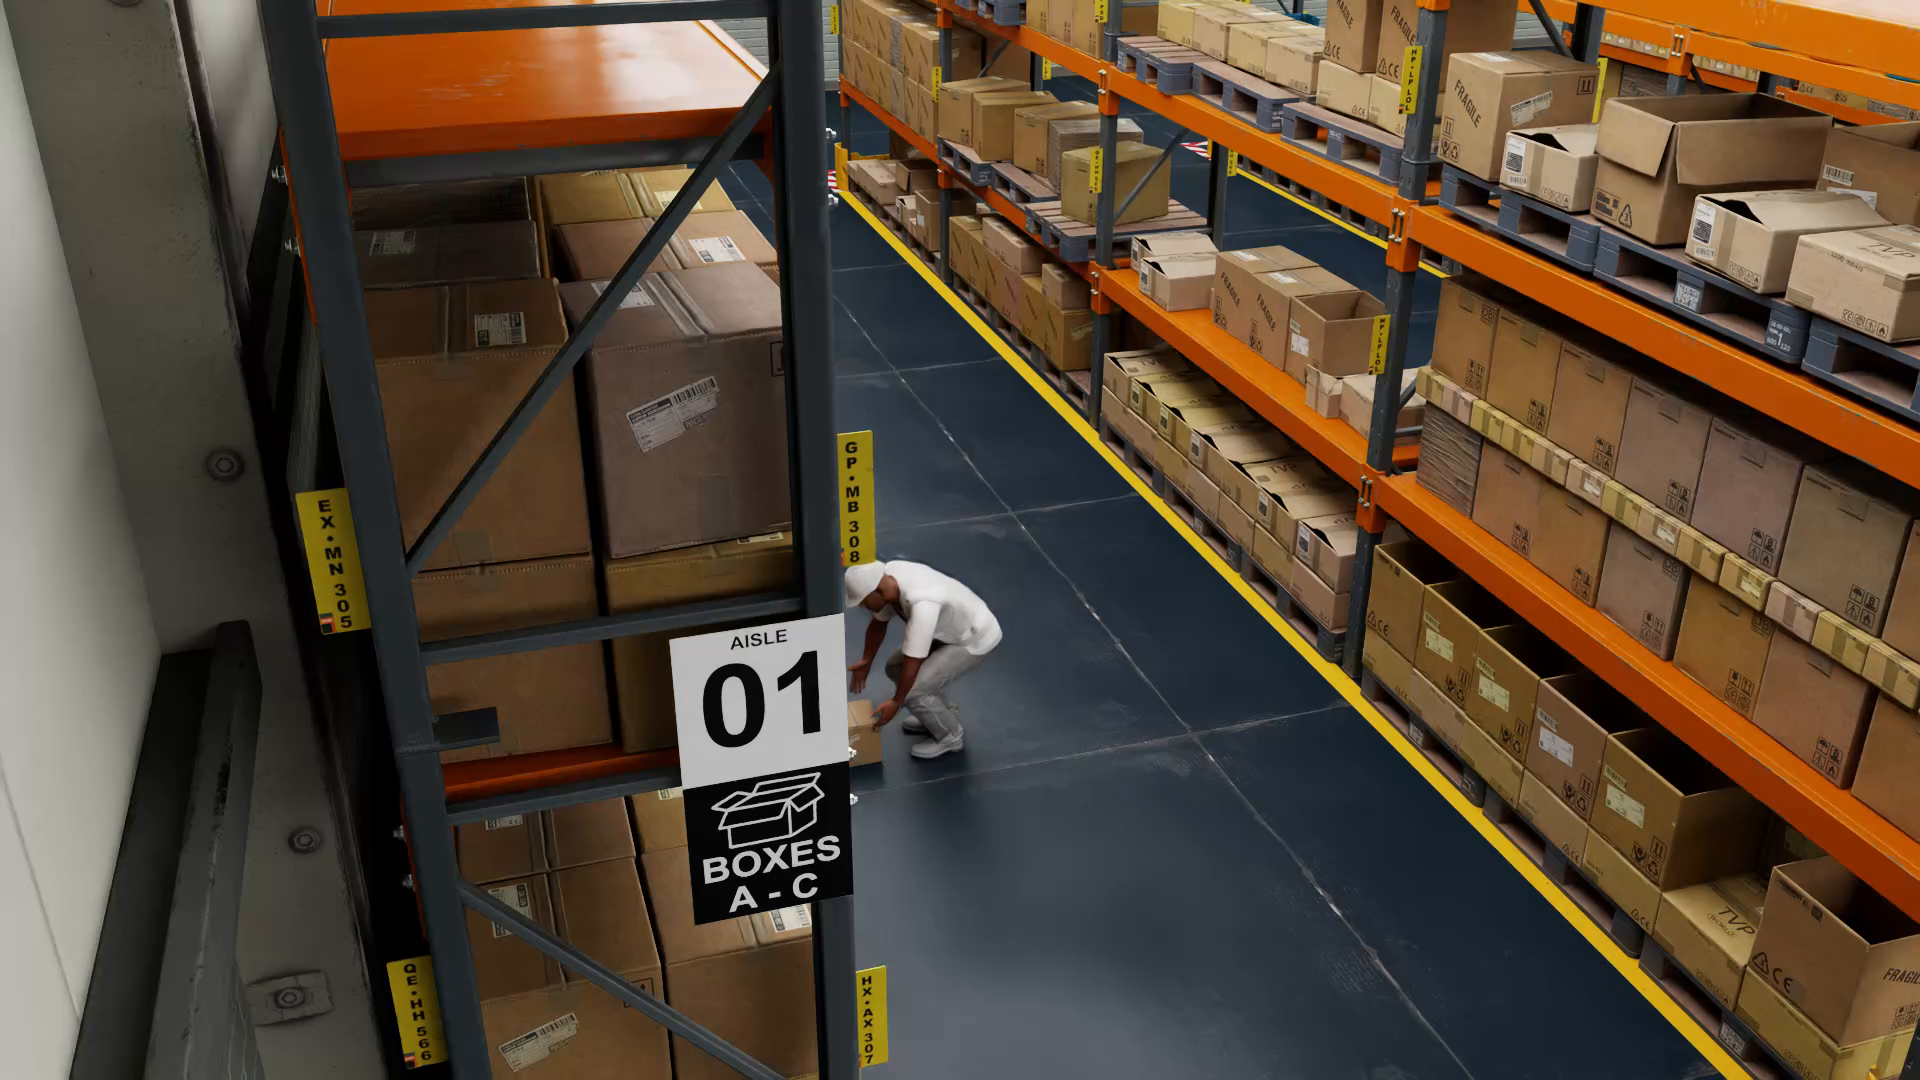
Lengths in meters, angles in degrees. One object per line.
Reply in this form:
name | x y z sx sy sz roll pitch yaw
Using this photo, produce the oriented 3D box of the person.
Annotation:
person | -0.194 0.583 8.798 0.847 1.196 0.619 -8 27 -16
